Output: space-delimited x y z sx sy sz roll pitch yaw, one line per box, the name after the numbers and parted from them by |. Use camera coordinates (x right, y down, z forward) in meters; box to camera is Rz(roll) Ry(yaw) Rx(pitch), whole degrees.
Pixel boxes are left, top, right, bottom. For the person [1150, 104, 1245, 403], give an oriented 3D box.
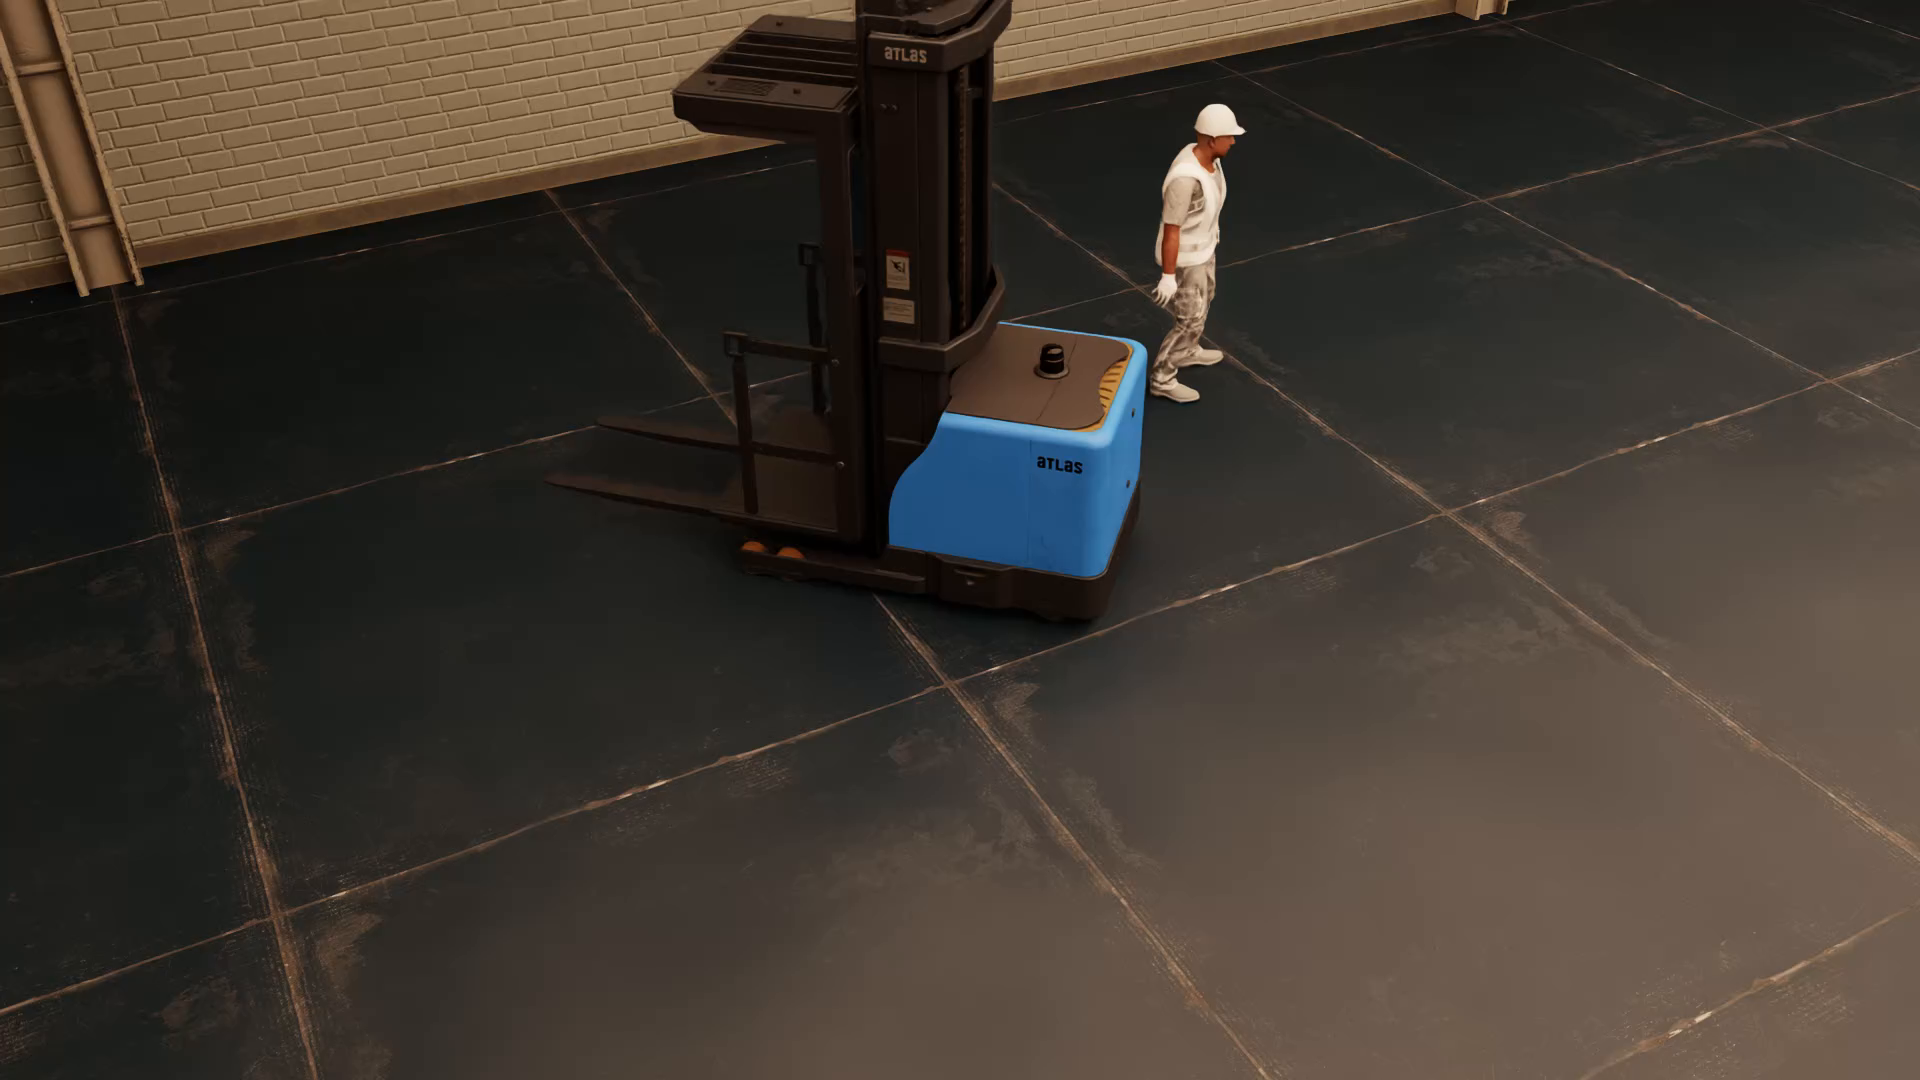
1.334 -1.633 9.456 0.424 1.752 0.840 10 37 14 | person

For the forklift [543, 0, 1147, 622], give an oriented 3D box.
-0.640 -1.273 7.924 3.031 2.935 1.130 9 36 13 | forklift
